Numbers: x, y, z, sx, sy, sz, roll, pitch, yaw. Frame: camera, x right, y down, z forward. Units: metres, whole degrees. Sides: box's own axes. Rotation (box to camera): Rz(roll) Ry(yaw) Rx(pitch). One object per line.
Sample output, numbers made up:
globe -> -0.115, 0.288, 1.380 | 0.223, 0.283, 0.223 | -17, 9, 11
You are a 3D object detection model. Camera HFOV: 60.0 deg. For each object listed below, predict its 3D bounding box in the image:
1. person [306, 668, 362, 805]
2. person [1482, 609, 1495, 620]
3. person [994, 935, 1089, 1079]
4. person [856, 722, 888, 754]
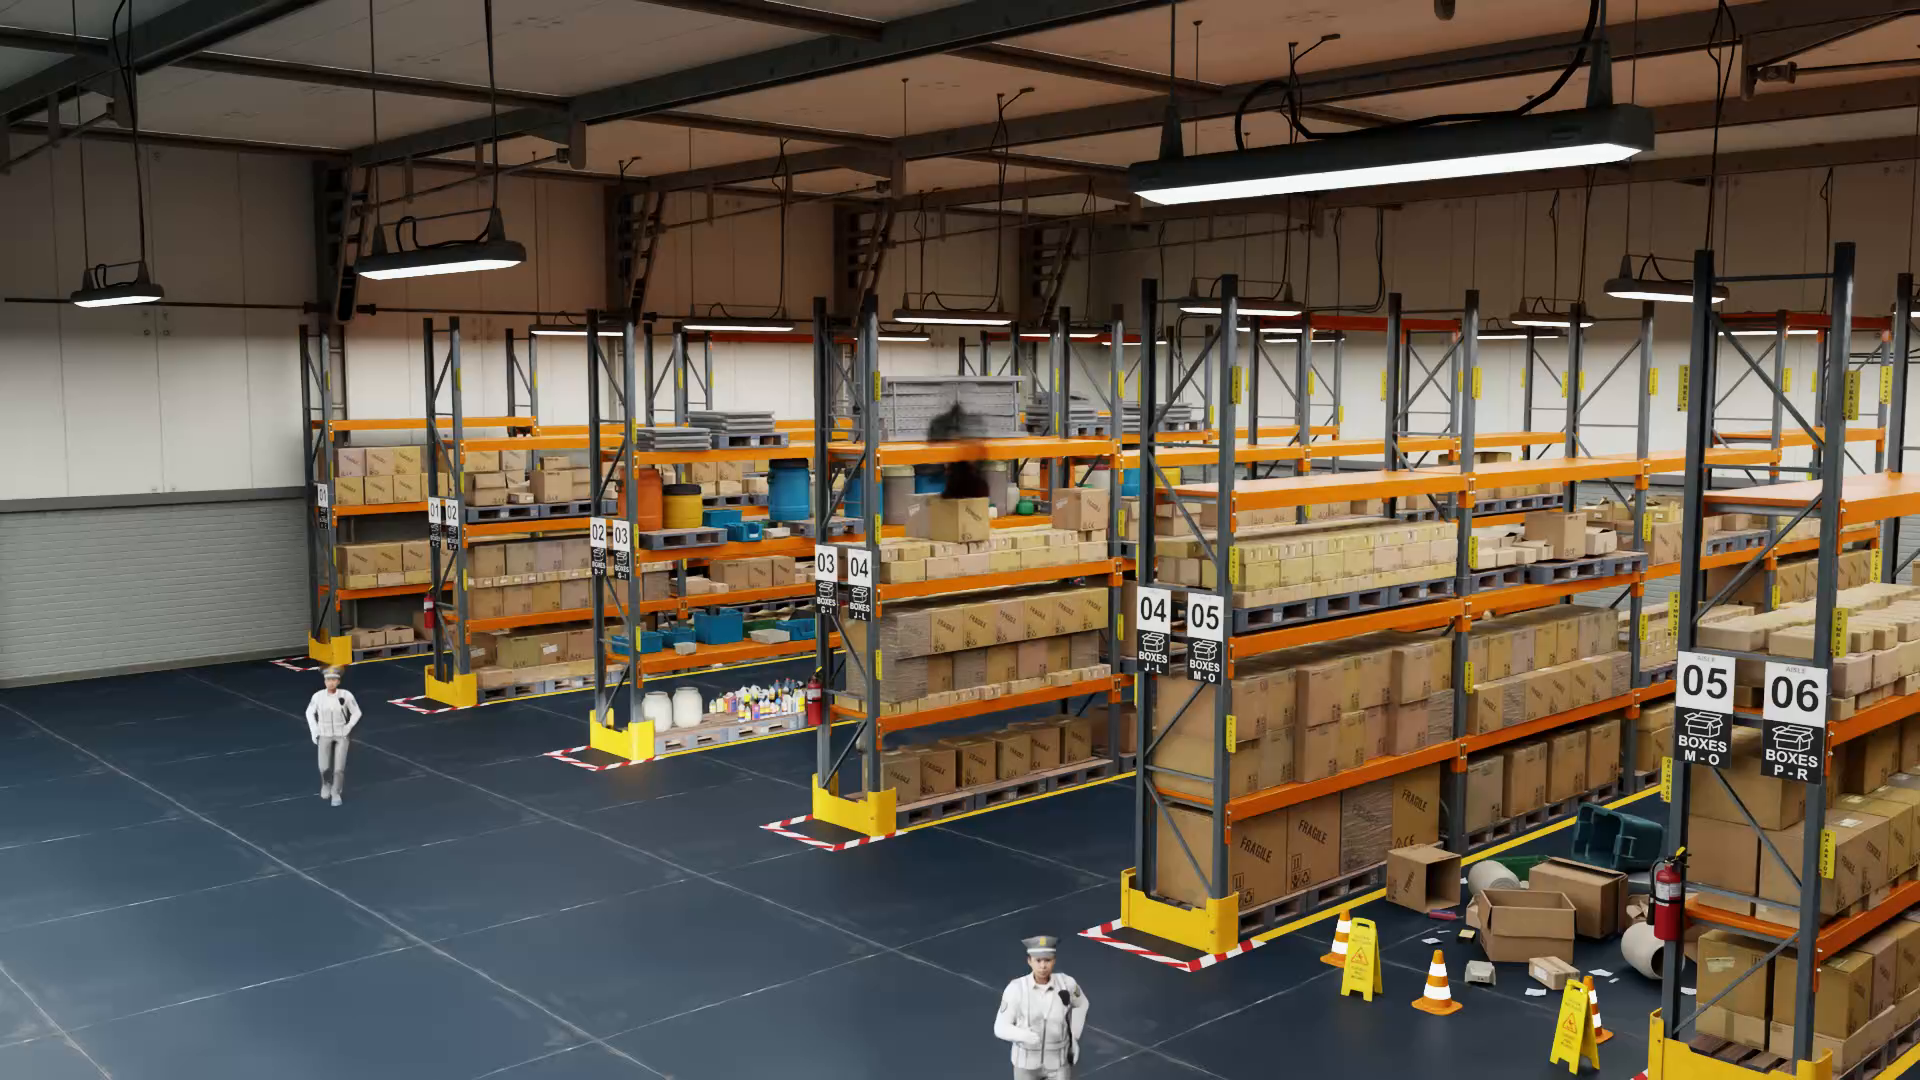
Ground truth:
person -> -7.463, 2.341, 19.840 | 0.630, 1.663, 0.538 | -2, 6, -18
person -> 7.858, 1.845, 24.774 | 0.579, 1.668, 0.922 | 5, 7, 39
person -> 0.510, 3.278, 10.298 | 0.600, 1.743, 0.740 | 0, 6, 0
person -> -1.026, 2.193, 20.934 | 0.646, 1.727, 0.580 | 5, 7, 39
